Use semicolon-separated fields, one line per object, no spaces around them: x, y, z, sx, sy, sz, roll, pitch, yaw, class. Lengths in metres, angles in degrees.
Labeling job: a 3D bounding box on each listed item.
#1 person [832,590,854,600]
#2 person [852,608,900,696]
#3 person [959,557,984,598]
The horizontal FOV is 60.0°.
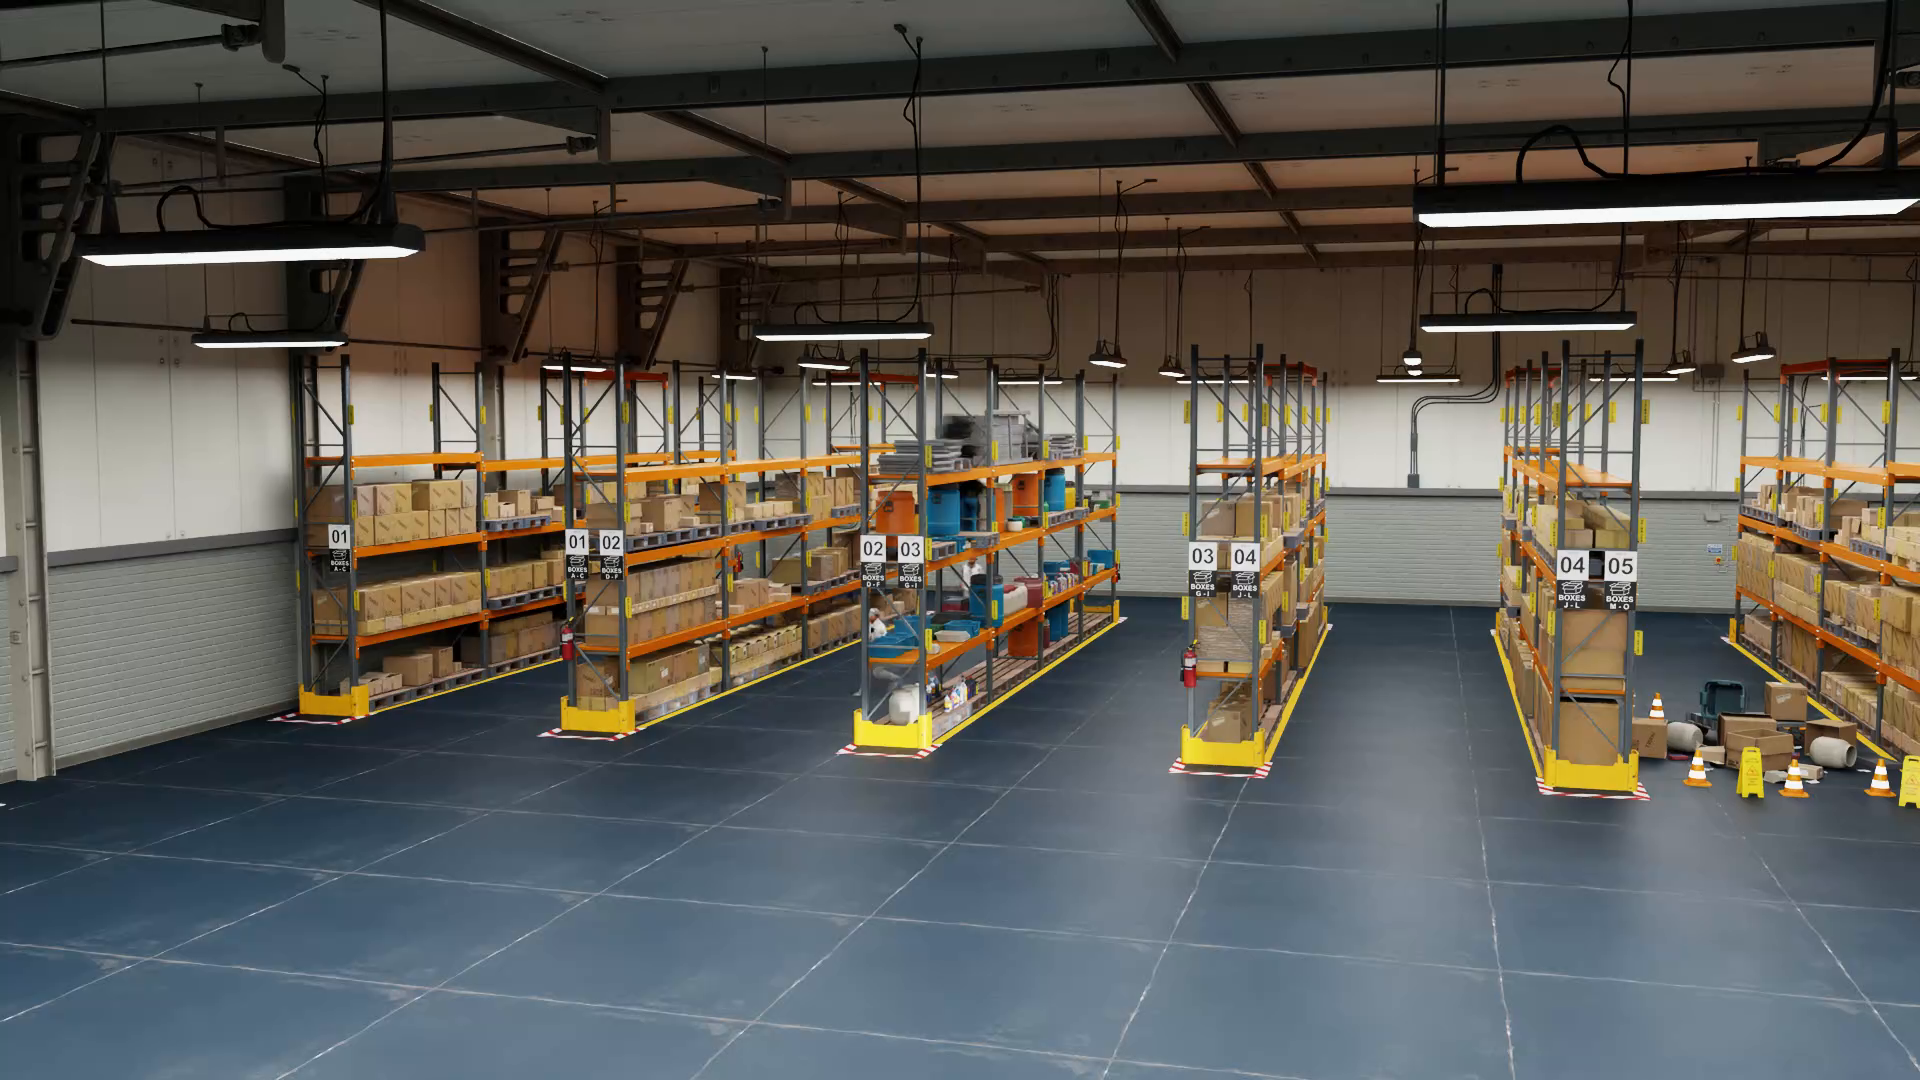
-3.014;0.964;43.258;0.895;1.631;0.577;2;5;21;person
-1.425;1.994;29.604;0.868;1.618;0.661;-3;5;-31;person
0.257;1.181;39.234;0.629;1.799;0.722;1;4;8;person
